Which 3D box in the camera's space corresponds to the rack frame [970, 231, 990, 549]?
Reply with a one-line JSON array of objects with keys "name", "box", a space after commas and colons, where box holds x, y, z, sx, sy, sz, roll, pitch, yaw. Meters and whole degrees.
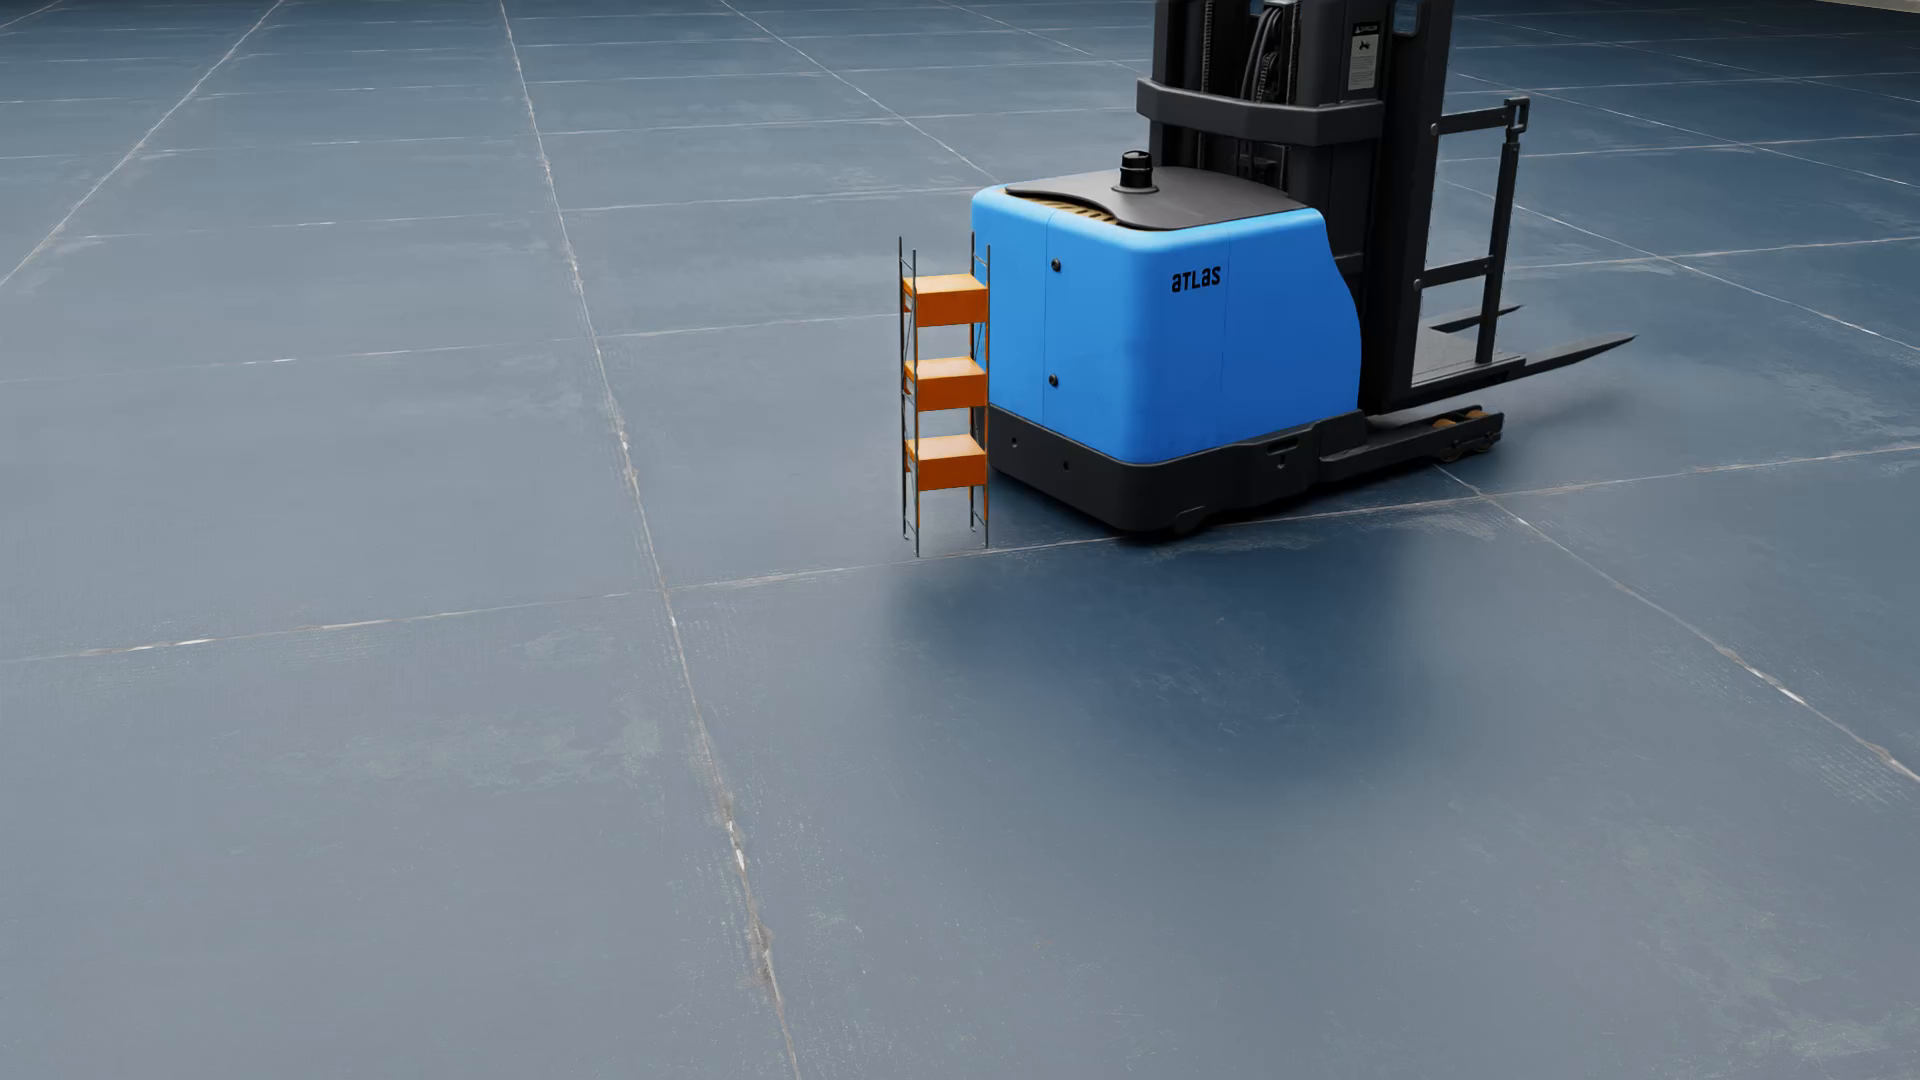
[{"name": "rack frame", "box": [0.066, -0.490, 5.560, 0.008, 1.050, 0.200, -6, 24, -14]}]

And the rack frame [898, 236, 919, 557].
[{"name": "rack frame", "box": [-0.169, -0.464, 5.499, 0.008, 1.050, 0.200, -6, 24, -14]}]

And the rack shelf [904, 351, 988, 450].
[{"name": "rack shelf", "box": [-0.052, -0.467, 5.534, 0.240, 0.259, 0.215, -6, 24, -14]}]

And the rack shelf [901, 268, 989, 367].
[{"name": "rack shelf", "box": [-0.052, -0.728, 5.422, 0.240, 0.259, 0.215, -6, 24, -14]}]

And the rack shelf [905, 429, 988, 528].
[{"name": "rack shelf", "box": [-0.052, -0.212, 5.643, 0.240, 0.259, 0.215, -6, 24, -14]}]

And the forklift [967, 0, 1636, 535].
[{"name": "forklift", "box": [1.526, -1.803, 6.234, 3.031, 2.935, 1.130, -15, 28, -32]}]

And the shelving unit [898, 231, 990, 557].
[{"name": "shelving unit", "box": [-0.052, -0.477, 5.530, 0.252, 1.050, 0.215, -6, 24, -14]}]
